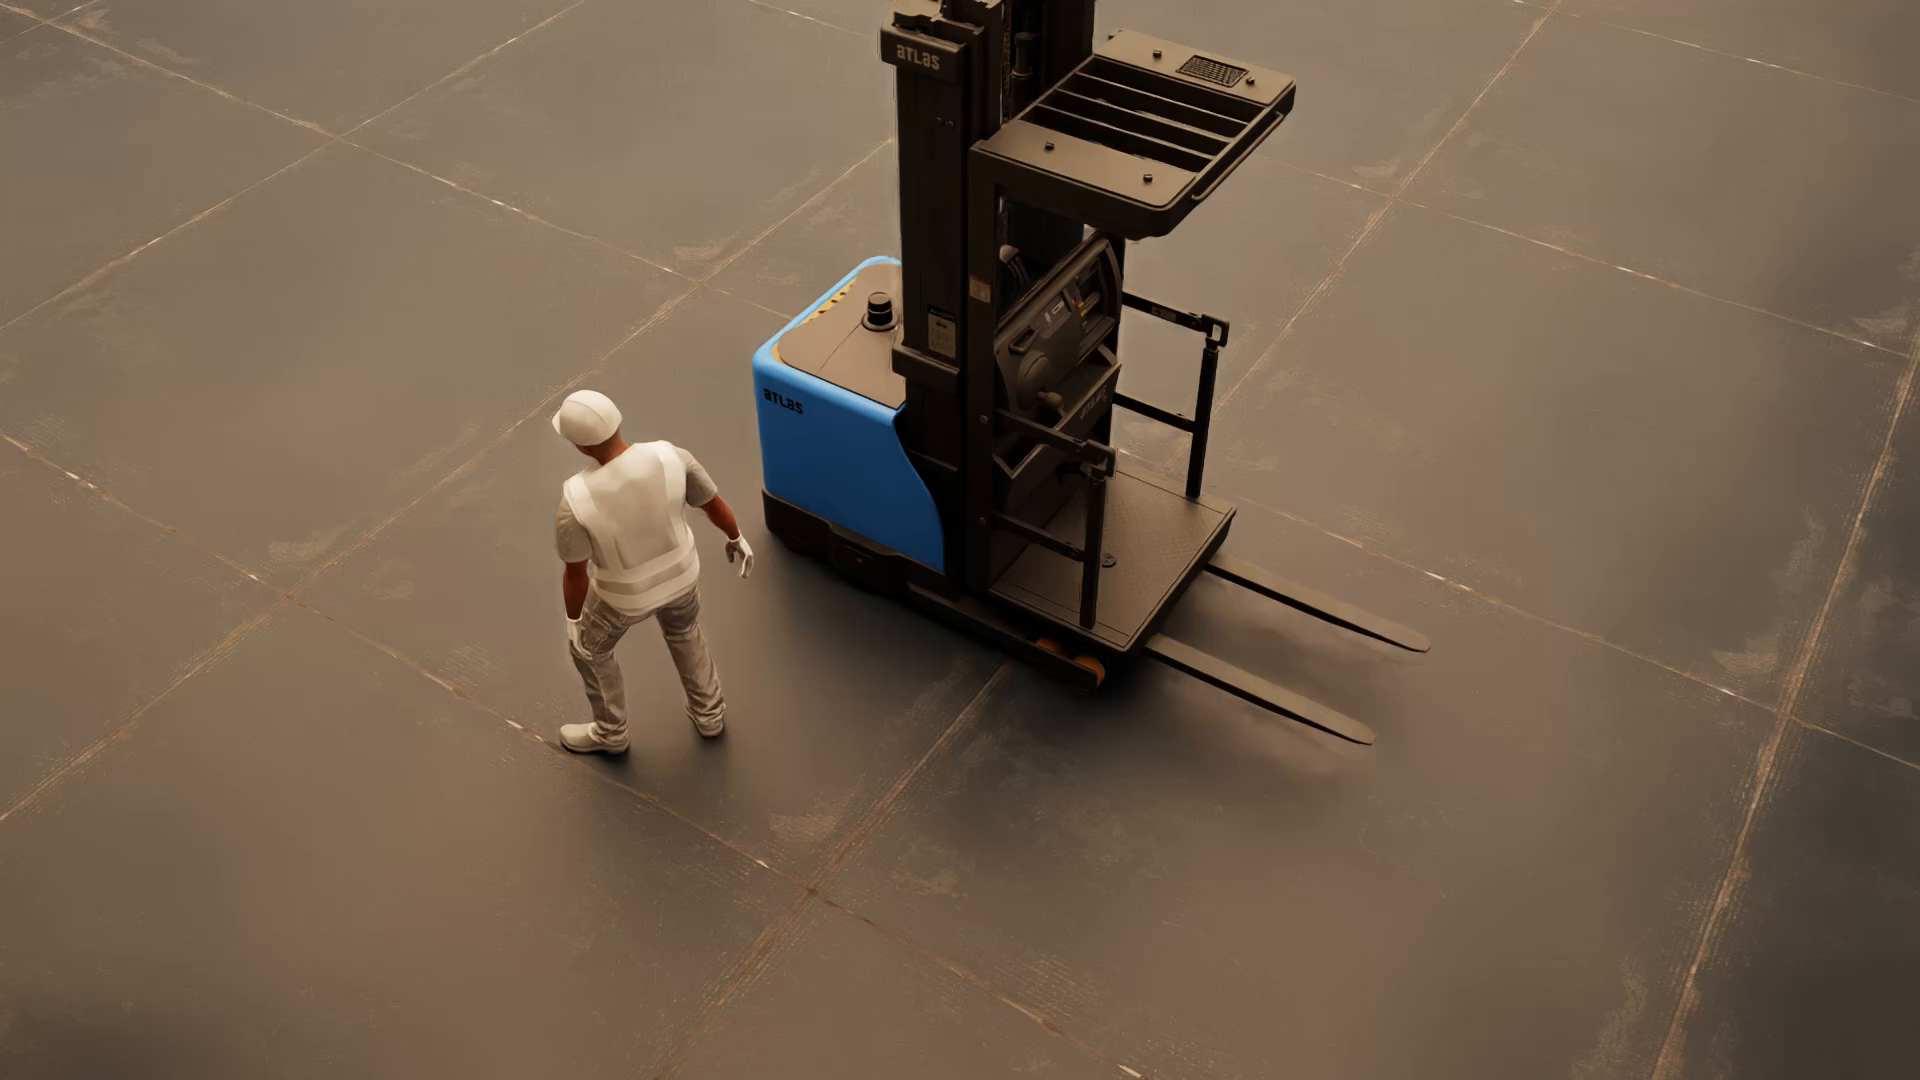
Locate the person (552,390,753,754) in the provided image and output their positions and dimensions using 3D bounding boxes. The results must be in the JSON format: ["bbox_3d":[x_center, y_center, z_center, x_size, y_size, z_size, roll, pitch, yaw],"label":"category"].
[{"bbox_3d":[-1.270,0.132,6.587,0.882,1.746,0.454,-25,49,-24],"label":"person"}]

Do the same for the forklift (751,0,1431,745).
[{"bbox_3d":[0.583,-0.823,6.716,3.031,2.935,1.130,24,48,23],"label":"forklift"}]
